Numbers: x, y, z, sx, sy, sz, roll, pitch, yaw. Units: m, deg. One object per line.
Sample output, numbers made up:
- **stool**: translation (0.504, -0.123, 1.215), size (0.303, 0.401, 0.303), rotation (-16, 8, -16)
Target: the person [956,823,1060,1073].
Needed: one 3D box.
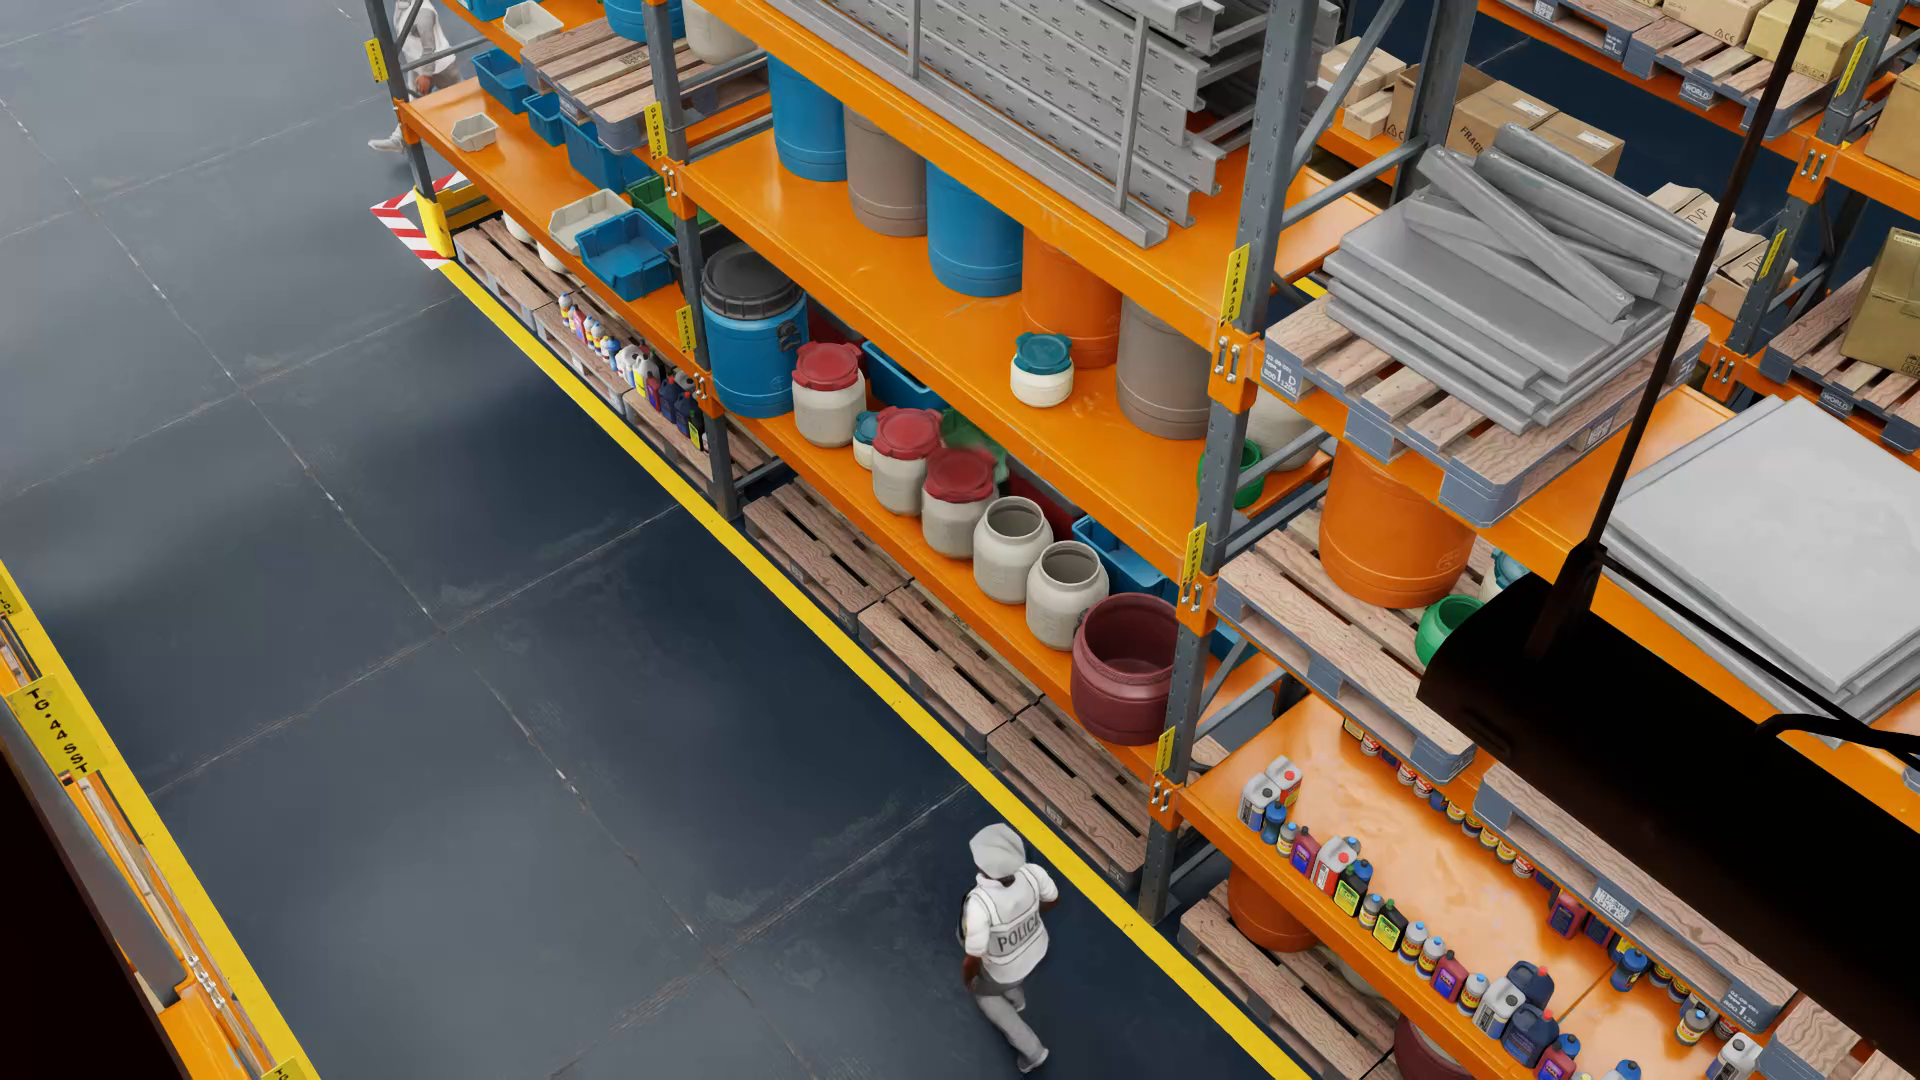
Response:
- **person**: translation (0.211, 1.964, 7.992), size (0.709, 1.609, 0.602), rotation (34, 55, 28)

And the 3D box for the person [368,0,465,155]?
- **person**: translation (-4.354, -3.878, 13.458), size (1.106, 1.700, 0.545), rotation (-30, 54, -26)
